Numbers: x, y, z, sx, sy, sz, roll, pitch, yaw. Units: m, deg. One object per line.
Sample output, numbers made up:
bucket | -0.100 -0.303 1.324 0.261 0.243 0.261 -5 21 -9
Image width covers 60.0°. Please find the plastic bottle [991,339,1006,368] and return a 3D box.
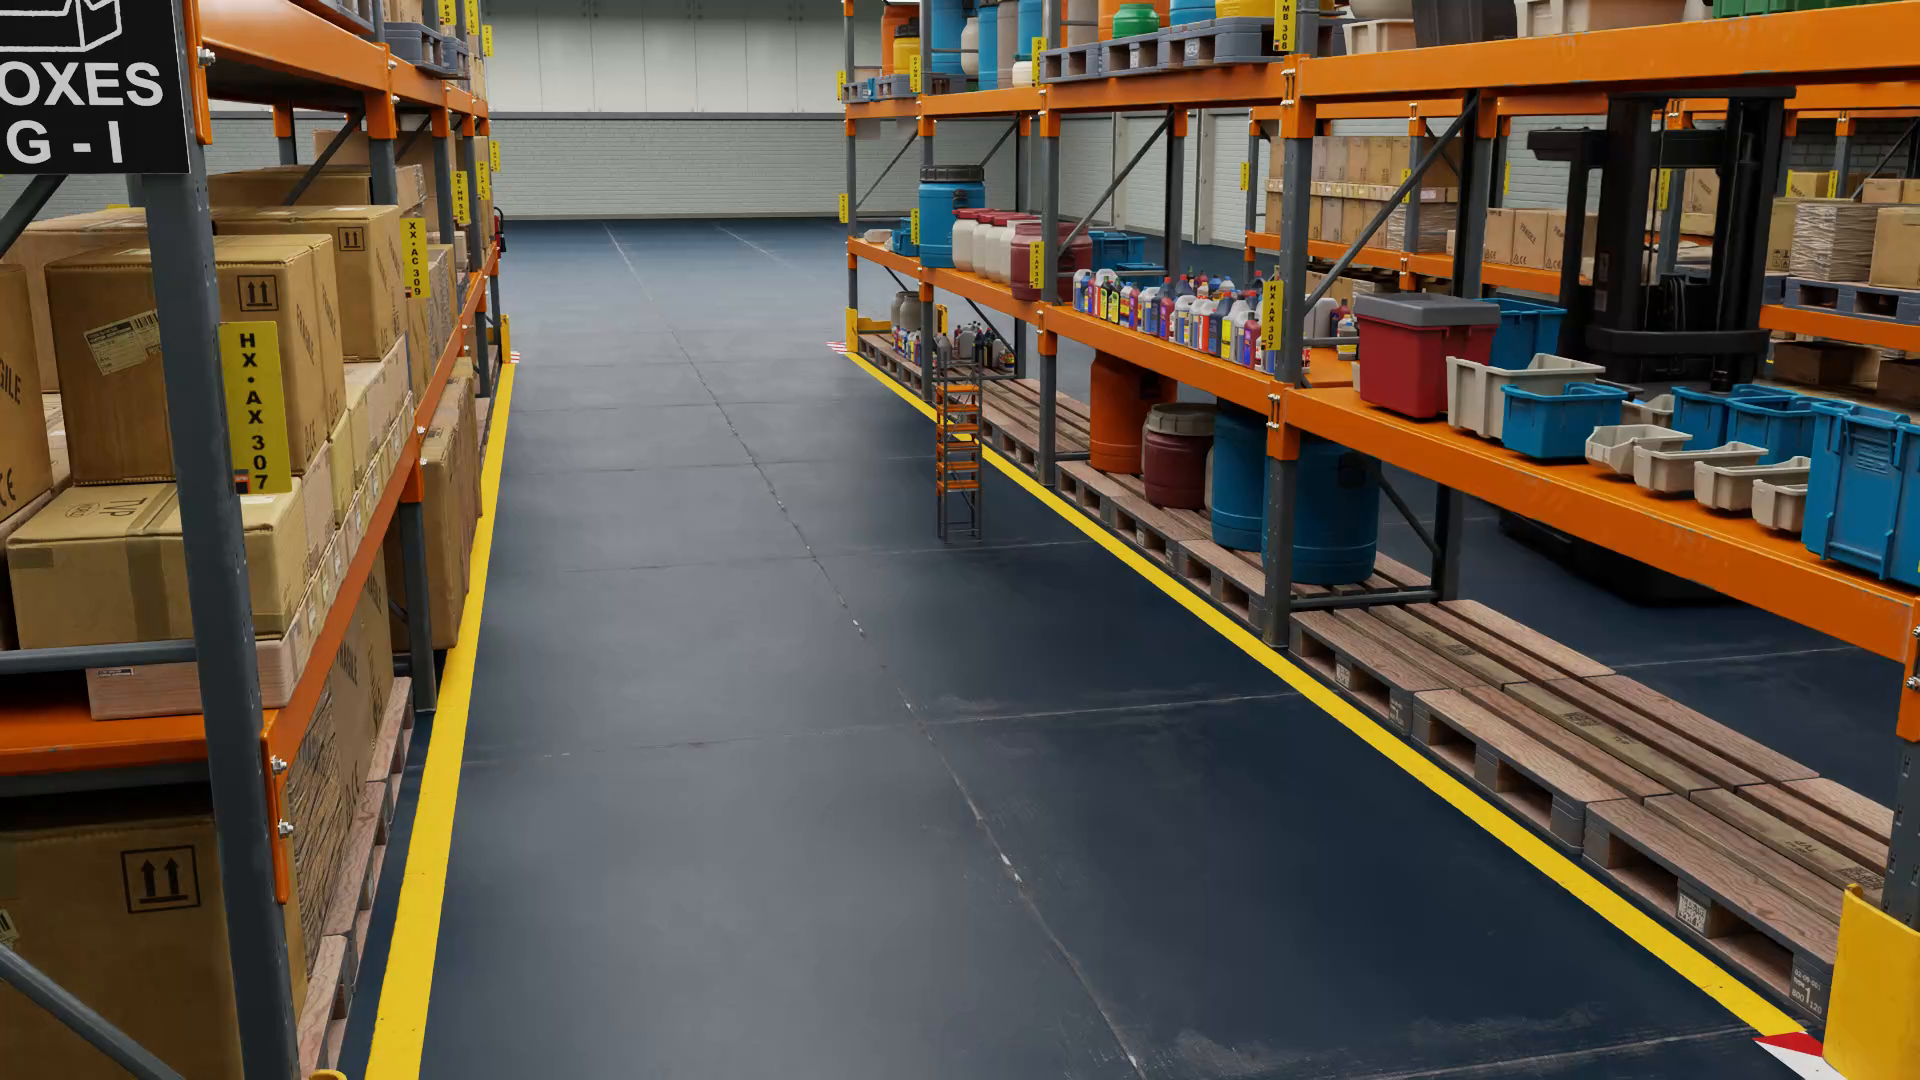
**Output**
plastic bottle | 0.381 -1.864 16.548 0.152 0.276 0.135 -3 14 -11

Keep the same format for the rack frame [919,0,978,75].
rack frame | 0.132 -5.717 14.865 1.000 3.000 0.127 -3 14 -13

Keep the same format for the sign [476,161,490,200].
sign | -4.143 -3.120 14.439 0.100 0.325 0.005 -3 14 -13

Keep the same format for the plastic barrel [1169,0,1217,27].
plastic barrel | 1.462 -3.247 9.134 0.600 0.901 0.708 -3 14 -13

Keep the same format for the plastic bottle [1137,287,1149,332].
plastic bottle | 1.131 -1.404 10.126 0.097 0.271 0.097 0 14 0

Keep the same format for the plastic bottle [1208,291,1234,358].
plastic bottle | 1.434 -1.169 8.996 0.144 0.351 0.185 -3 14 -13

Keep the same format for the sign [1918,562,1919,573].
sign | 2.420 -0.079 4.085 0.100 0.325 0.005 -3 14 -13

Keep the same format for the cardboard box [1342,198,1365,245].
cardboard box | 4.594 -3.465 18.080 0.700 0.500 0.500 -3 14 -12

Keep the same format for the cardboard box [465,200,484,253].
cardboard box | -4.728 -2.826 14.839 0.875 0.500 0.500 -3 14 -13

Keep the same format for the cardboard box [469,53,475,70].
cardboard box | -4.708 -4.438 15.429 0.380 0.149 0.250 -4 14 -14

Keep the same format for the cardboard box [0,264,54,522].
cardboard box | -2.234 -0.292 3.409 0.500 0.500 0.500 -3 14 -12

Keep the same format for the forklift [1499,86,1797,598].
forklift | 4.041 -1.410 10.023 1.130 2.935 3.031 -1 14 -4

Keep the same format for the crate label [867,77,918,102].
crate label | -0.689 -4.660 17.173 0.502 0.251 0.408 -3 14 -13

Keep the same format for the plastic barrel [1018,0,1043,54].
plastic barrel | 0.770 -4.096 13.495 0.600 0.901 0.708 -3 14 -13

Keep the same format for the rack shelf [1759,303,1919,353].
rack shelf | 6.357 -1.344 11.123 1.077 0.370 4.000 -3 14 -13

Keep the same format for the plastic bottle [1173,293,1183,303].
plastic bottle | 1.288 -1.312 9.747 0.097 0.271 0.097 0 14 0

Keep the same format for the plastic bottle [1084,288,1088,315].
plastic bottle | 0.883 -1.614 11.133 0.097 0.201 0.097 0 14 0

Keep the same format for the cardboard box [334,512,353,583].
cardboard box | -1.870 0.027 4.526 0.380 0.149 0.250 -4 14 -14

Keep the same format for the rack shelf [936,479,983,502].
rack shelf | -0.003 -0.310 10.366 0.258 0.103 0.180 -3 14 -13

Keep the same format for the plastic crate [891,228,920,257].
plastic crate | -0.391 -2.970 16.577 0.499 0.251 0.616 -3 14 -13

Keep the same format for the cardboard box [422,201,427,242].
cardboard box | -4.137 -2.102 11.613 0.700 0.500 0.500 -1 14 -5

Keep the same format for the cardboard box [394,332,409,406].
cardboard box | -2.444 -0.665 6.518 0.500 0.250 0.500 -4 14 -14

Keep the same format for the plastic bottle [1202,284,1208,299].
plastic bottle | 1.668 -1.610 11.116 0.097 0.201 0.097 0 14 0

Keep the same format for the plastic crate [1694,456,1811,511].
plastic crate | 2.529 -0.181 5.275 0.396 0.136 0.243 -3 14 -13

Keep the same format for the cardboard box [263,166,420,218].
cardboard box | -3.436 -1.819 9.229 0.797 0.503 0.637 -3 14 -12

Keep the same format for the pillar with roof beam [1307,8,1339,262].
pillar with roof beam | 2.825 -9.607 30.787 9.100 9.000 0.400 -3 14 -13

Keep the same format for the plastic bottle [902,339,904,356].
plastic bottle | -0.557 -2.019 17.339 0.097 0.201 0.097 0 14 0

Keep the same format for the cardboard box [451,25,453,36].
cardboard box | -3.844 -3.708 11.698 0.500 0.500 0.500 -4 14 -15

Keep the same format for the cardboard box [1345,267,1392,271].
cardboard box | 4.673 -2.896 19.288 0.500 0.500 0.500 -3 14 -13

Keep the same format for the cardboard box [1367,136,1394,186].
cardboard box | 4.718 -3.975 17.432 0.700 0.500 0.500 -3 14 -13

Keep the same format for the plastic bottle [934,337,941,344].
plastic bottle | -0.206 -1.884 16.629 0.152 0.276 0.135 -3 14 -13

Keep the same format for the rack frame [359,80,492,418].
rack frame | -4.682 -2.526 14.447 1.000 3.000 0.127 -3 14 -13

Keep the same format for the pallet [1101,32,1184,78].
pallet | 1.463 -2.759 9.477 1.003 0.211 1.213 -3 14 -13

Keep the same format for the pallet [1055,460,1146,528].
pallet | 1.297 -0.345 11.396 1.003 0.211 1.213 -3 14 -13

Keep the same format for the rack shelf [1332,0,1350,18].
rack shelf | 4.478 -5.909 18.013 1.077 0.370 4.000 -3 14 -13

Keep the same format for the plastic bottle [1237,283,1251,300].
plastic bottle | 1.753 -1.439 10.242 0.061 0.283 0.133 -3 14 -13

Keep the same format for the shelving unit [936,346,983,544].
shelving unit | -0.003 -0.586 10.298 0.258 1.200 0.189 -3 14 -13

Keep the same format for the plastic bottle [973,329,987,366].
plastic bottle | 0.206 -1.930 16.663 0.144 0.351 0.185 -3 14 -13

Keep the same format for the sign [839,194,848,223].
sign | -1.343 -3.830 19.200 0.100 0.325 0.005 -3 14 -13

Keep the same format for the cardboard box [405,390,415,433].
cardboard box | -2.413 -0.507 6.709 0.380 0.149 0.250 -3 14 -13

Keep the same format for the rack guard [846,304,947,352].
rack guard | -0.743 -2.496 19.589 1.175 0.500 0.348 -3 14 -13

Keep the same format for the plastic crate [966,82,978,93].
plastic crate | 0.026 -4.536 16.798 0.336 0.188 0.450 -3 14 -13

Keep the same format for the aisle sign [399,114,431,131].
aisle sign | -5.928 -4.709 17.905 0.394 0.787 0.004 -3 14 -13

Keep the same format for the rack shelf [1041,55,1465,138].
rack shelf | 1.541 -2.526 9.641 1.077 0.370 4.000 -3 14 -13

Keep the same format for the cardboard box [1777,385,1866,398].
cardboard box | 5.958 -0.797 11.708 0.500 0.500 0.500 -3 14 -14

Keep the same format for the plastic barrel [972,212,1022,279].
plastic barrel | 0.316 -2.466 13.914 0.433 0.535 0.433 0 14 0

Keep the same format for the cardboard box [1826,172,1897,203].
cardboard box | 9.855 -3.776 18.255 0.500 0.500 0.500 -4 14 -14

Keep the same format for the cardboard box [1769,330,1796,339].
cardboard box | 9.480 -2.591 19.052 0.500 0.500 0.500 -4 14 -17

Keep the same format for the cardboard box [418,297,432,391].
cardboard box | -2.787 -0.965 7.847 0.500 0.500 0.500 -3 14 -13

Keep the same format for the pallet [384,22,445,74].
pallet | -3.274 -2.565 8.685 1.003 0.211 1.213 -3 14 -11

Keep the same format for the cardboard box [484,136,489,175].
cardboard box | -5.129 -3.900 17.124 0.500 0.500 0.500 -3 14 -13

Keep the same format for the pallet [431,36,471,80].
pallet | -3.540 -2.823 9.740 1.213 0.211 1.003 -3 14 -11

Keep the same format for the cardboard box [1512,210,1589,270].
cardboard box | 5.354 -2.711 14.992 0.500 0.500 0.500 -3 14 -13

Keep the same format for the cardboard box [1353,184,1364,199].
cardboard box | 4.439 -3.727 17.784 0.380 0.149 0.250 -3 14 -13
